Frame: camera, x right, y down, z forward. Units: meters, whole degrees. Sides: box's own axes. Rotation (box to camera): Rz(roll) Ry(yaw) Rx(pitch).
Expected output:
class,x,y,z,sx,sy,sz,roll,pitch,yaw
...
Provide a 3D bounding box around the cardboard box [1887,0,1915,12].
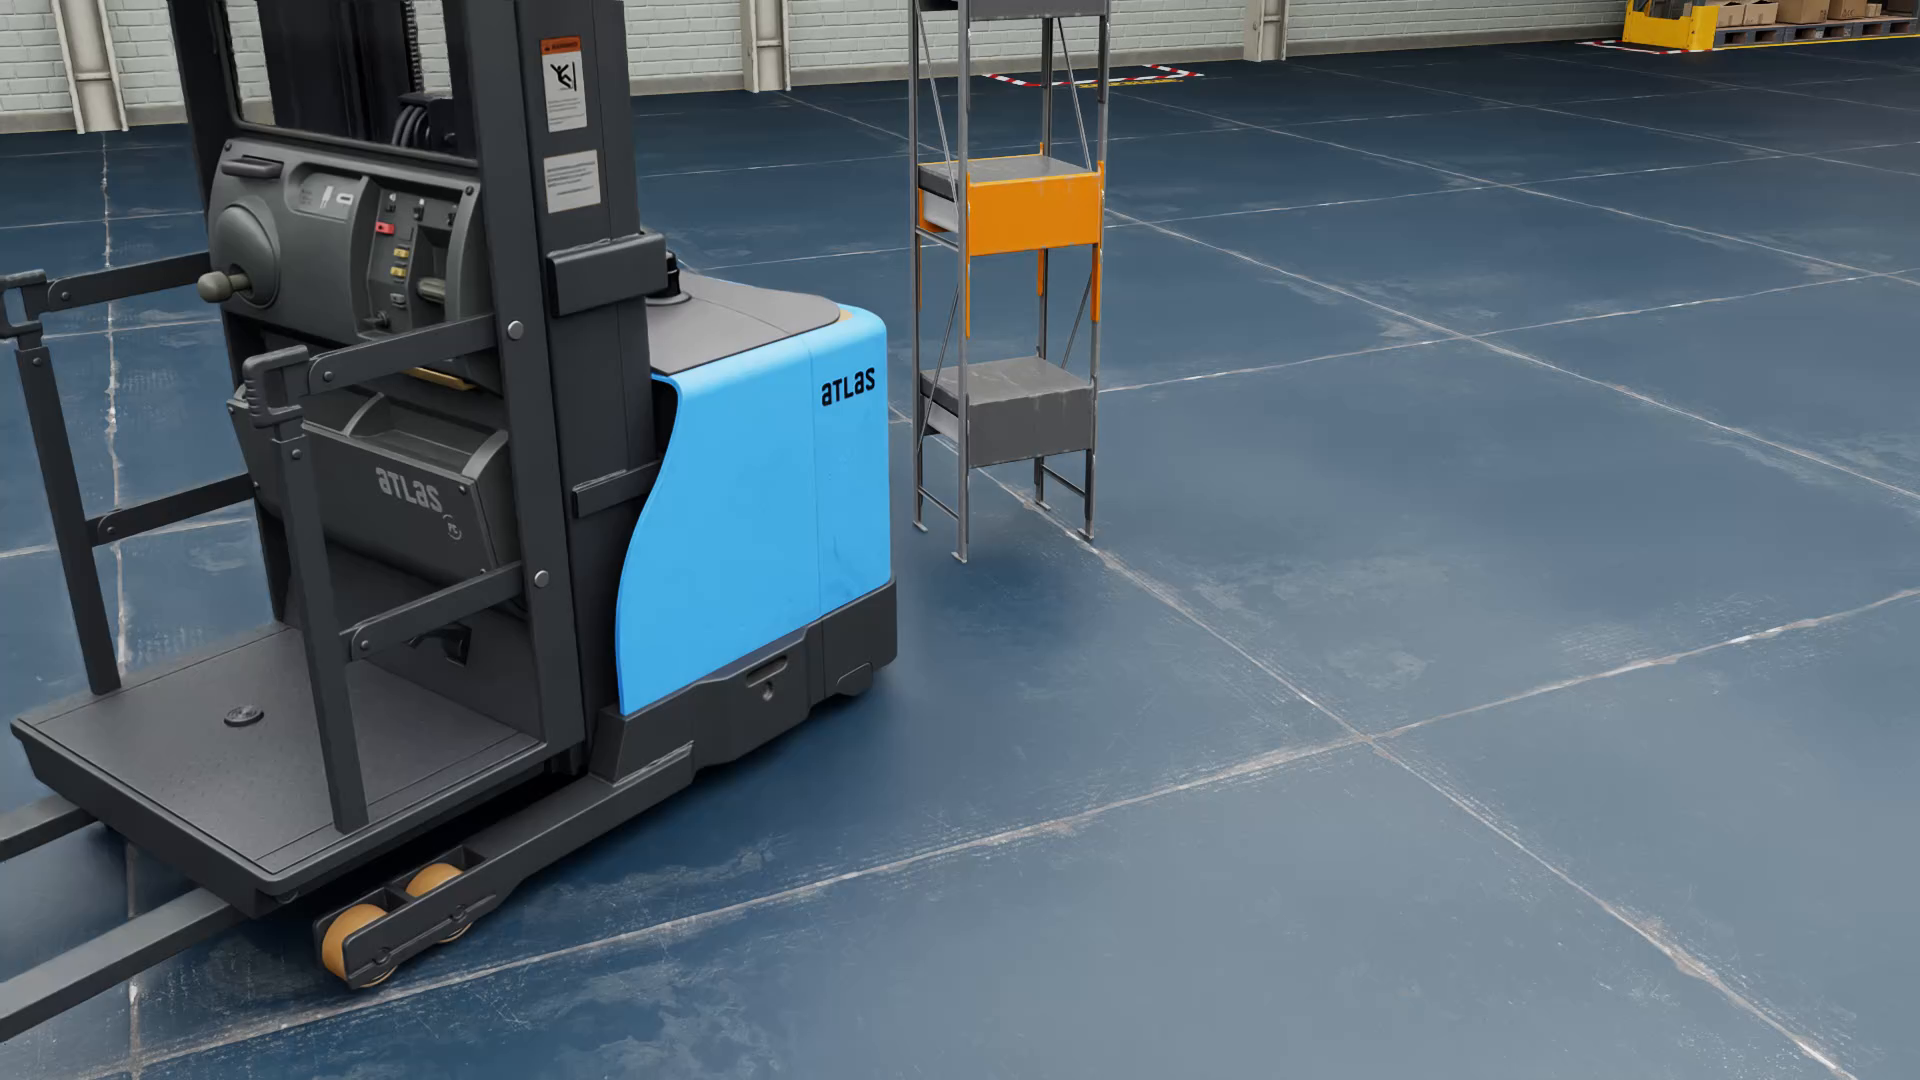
class,x,y,z,sx,sy,sz,roll,pitch,yaw
cardboard box,12.890,-7.310,22.181,0.500,0.500,0.700,-10,24,-22

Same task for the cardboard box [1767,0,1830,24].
class,x,y,z,sx,sy,sz,roll,pitch,yaw
cardboard box,10.488,-6.802,20.952,0.500,0.500,0.700,-12,25,-27

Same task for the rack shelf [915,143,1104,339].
class,x,y,z,sx,sy,sz,roll,pitch,yaw
rack shelf,0.149,-0.985,5.420,0.480,0.518,0.431,-10,25,-24

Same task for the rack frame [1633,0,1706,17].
class,x,y,z,sx,sy,sz,roll,pitch,yaw
rack frame,8.629,-7.470,19.875,0.127,3.000,1.000,-10,25,-24

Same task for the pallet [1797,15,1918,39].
class,x,y,z,sx,sy,sz,roll,pitch,yaw
pallet,11.644,-6.722,21.713,1.213,0.211,1.003,-10,25,-24

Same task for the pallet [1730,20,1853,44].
class,x,y,z,sx,sy,sz,roll,pitch,yaw
pallet,10.543,-6.518,21.220,1.213,0.211,1.003,-10,25,-24

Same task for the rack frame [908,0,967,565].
class,x,y,z,sx,sy,sz,roll,pitch,yaw
rack frame,-0.071,-0.957,5.317,0.015,2.100,0.400,-10,25,-24

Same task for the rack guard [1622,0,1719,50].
class,x,y,z,sx,sy,sz,roll,pitch,yaw
rack guard,8.698,-6.328,20.384,0.348,0.500,1.175,-10,25,-24

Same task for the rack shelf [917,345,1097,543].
class,x,y,z,sx,sy,sz,roll,pitch,yaw
rack shelf,0.149,-0.338,5.688,0.480,0.518,0.431,-10,25,-24

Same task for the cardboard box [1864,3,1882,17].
class,x,y,z,sx,sy,sz,roll,pitch,yaw
cardboard box,11.765,-6.929,21.697,0.250,0.166,0.380,-14,26,-30

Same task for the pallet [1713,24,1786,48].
class,x,y,z,sx,sy,sz,roll,pitch,yaw
pallet,9.445,-6.317,20.735,1.213,0.211,1.003,-10,25,-24

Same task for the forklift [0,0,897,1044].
class,x,y,z,sx,sy,sz,roll,pitch,yaw
forklift,-1.473,-0.631,3.442,1.130,2.935,3.031,16,28,34

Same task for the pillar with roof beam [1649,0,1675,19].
class,x,y,z,sx,sy,sz,roll,pitch,yaw
pillar with roof beam,10.752,-9.173,16.144,0.400,9.000,9.100,-10,25,-24

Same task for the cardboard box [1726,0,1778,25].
class,x,y,z,sx,sy,sz,roll,pitch,yaw
cardboard box,9.806,-6.610,20.736,0.500,0.311,0.500,-8,24,-19

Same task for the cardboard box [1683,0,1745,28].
class,x,y,z,sx,sy,sz,roll,pitch,yaw
cardboard box,9.292,-6.515,20.508,0.500,0.311,0.500,-14,26,-30

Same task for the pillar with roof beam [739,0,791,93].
class,x,y,z,sx,sy,sz,roll,pitch,yaw
pillar with roof beam,-0.061,-7.182,11.336,0.400,9.000,9.100,-10,25,-24

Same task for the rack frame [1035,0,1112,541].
class,x,y,z,sx,sy,sz,roll,pitch,yaw
rack frame,0.369,-1.038,5.513,0.015,2.100,0.400,-10,25,-24

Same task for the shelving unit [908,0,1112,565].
class,x,y,z,sx,sy,sz,roll,pitch,yaw
shelving unit,0.149,-0.998,5.415,0.503,2.100,0.431,-10,25,-24

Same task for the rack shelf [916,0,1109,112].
class,x,y,z,sx,sy,sz,roll,pitch,yaw
rack shelf,0.149,-1.632,5.152,0.480,0.518,0.431,-10,25,-24

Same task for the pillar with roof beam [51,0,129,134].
class,x,y,z,sx,sy,sz,roll,pitch,yaw
pillar with roof beam,-5.467,-6.187,8.931,0.400,9.000,9.100,-10,25,-24

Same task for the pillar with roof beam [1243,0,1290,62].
class,x,y,z,sx,sy,sz,roll,pitch,yaw
pillar with roof beam,5.346,-8.178,13.740,0.400,9.000,9.100,-10,25,-24

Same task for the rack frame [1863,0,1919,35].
class,x,y,z,sx,sy,sz,roll,pitch,yaw
rack frame,12.234,-8.134,21.478,0.127,3.000,1.000,-10,25,-24

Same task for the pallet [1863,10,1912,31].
class,x,y,z,sx,sy,sz,roll,pitch,yaw
pallet,12.935,-6.975,22.325,1.213,0.211,1.003,-10,25,-24

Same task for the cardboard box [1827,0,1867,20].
class,x,y,z,sx,sy,sz,roll,pitch,yaw
cardboard box,11.316,-6.996,21.423,0.500,0.500,0.500,-12,26,-28
